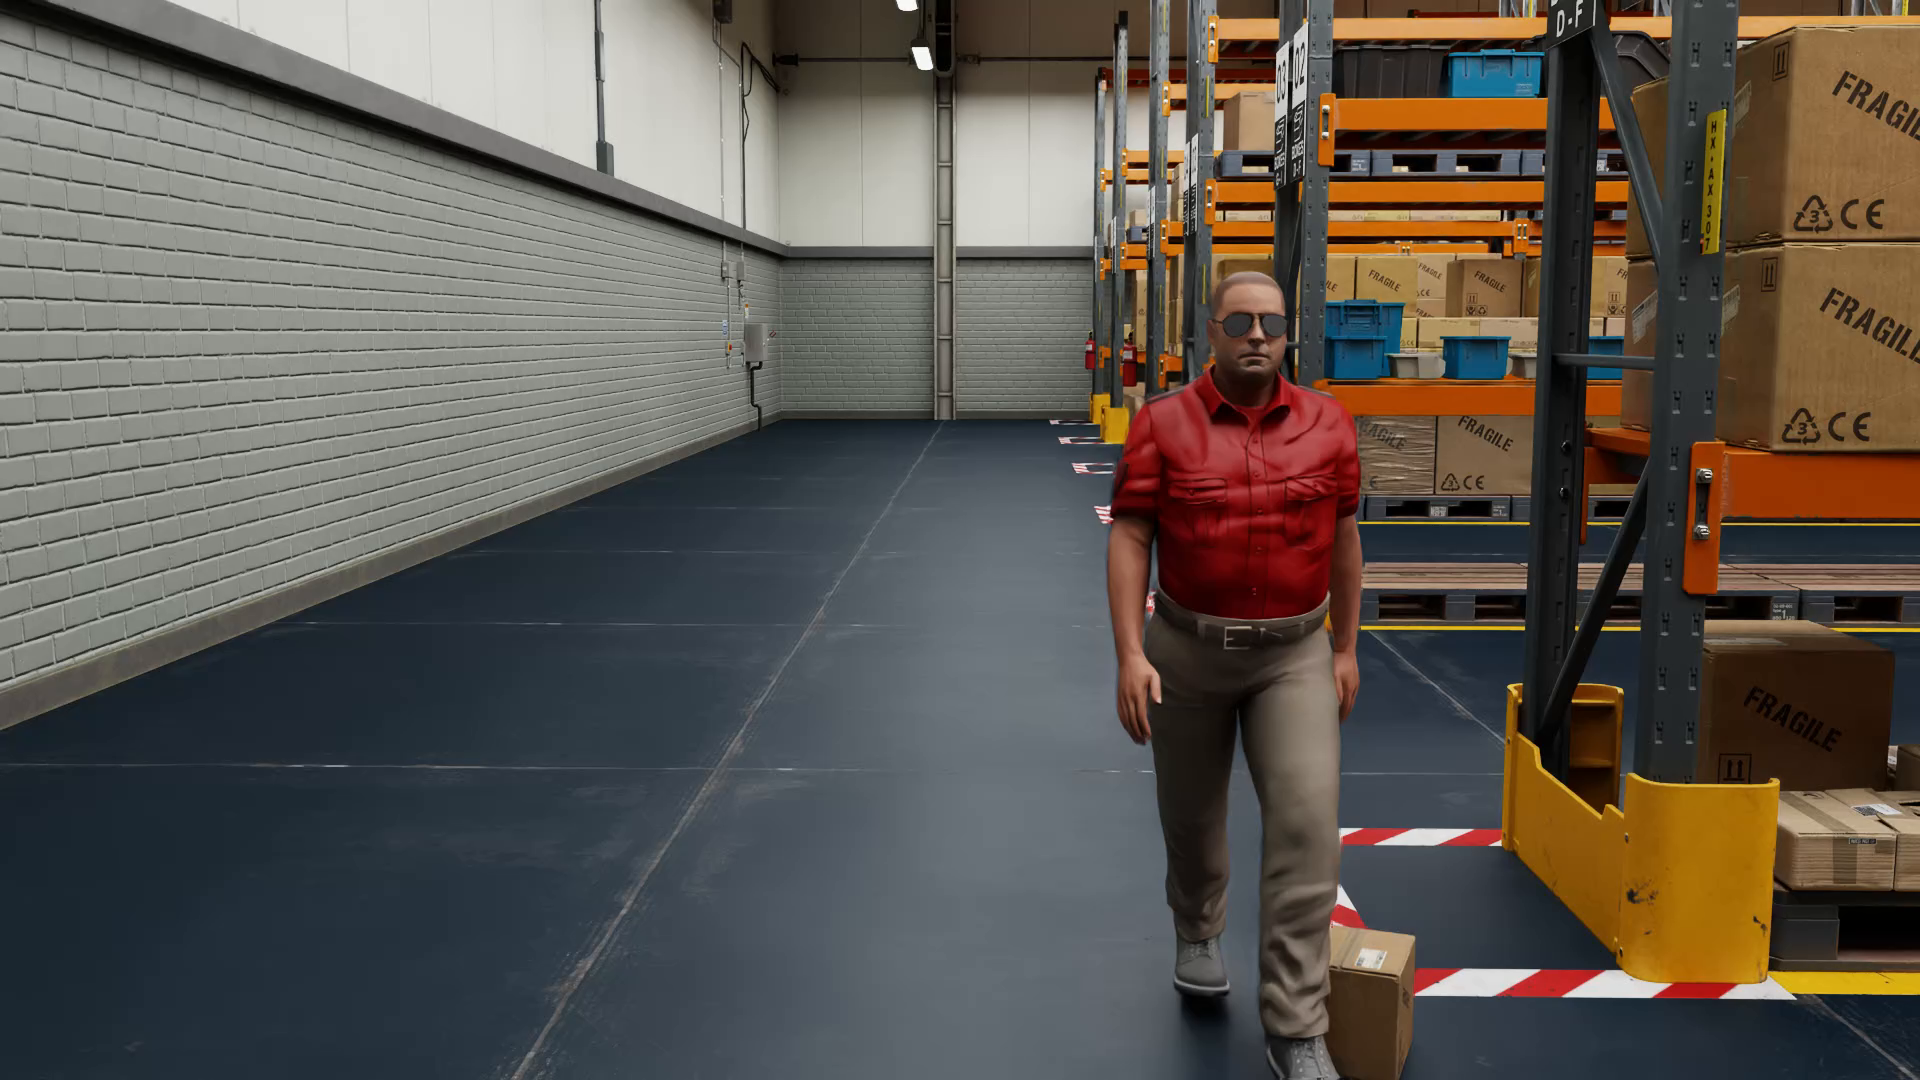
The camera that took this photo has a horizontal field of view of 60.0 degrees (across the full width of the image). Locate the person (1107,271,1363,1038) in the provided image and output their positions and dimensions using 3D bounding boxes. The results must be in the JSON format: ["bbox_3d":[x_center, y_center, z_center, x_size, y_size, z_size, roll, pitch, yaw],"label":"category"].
[{"bbox_3d":[0.611,0.217,3.669,0.578,1.602,0.786,0,7,4],"label":"person"}]
